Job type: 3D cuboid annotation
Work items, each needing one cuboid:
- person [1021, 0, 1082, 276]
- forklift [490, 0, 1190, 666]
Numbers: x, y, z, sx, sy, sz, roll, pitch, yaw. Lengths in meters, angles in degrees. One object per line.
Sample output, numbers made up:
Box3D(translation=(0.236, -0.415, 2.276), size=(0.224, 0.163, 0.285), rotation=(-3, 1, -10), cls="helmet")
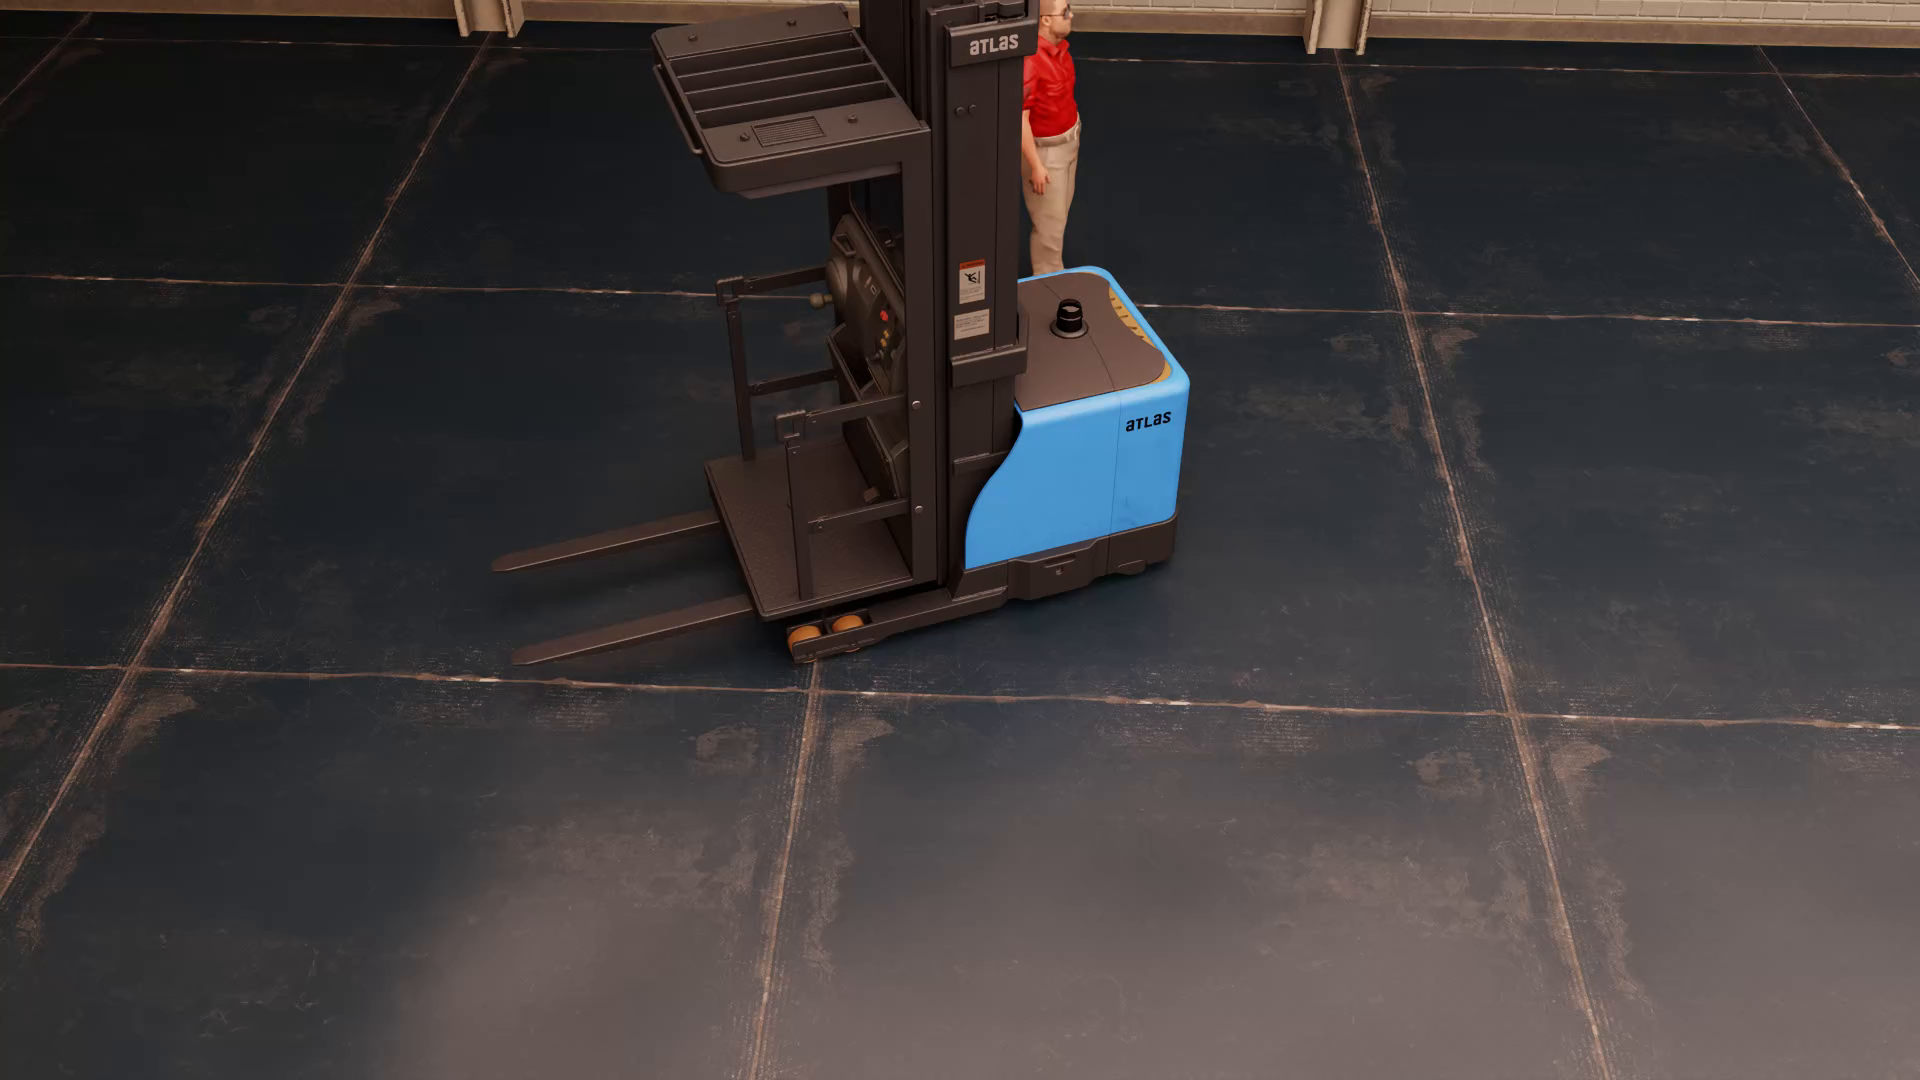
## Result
Box3D(translation=(0.556, -2.069, 8.893), size=(0.533, 1.730, 0.640), rotation=(14, 44, 15), cls="person")
Box3D(translation=(-0.573, -0.945, 6.778), size=(3.031, 2.935, 1.130), rotation=(-13, 44, -14), cls="forklift")
